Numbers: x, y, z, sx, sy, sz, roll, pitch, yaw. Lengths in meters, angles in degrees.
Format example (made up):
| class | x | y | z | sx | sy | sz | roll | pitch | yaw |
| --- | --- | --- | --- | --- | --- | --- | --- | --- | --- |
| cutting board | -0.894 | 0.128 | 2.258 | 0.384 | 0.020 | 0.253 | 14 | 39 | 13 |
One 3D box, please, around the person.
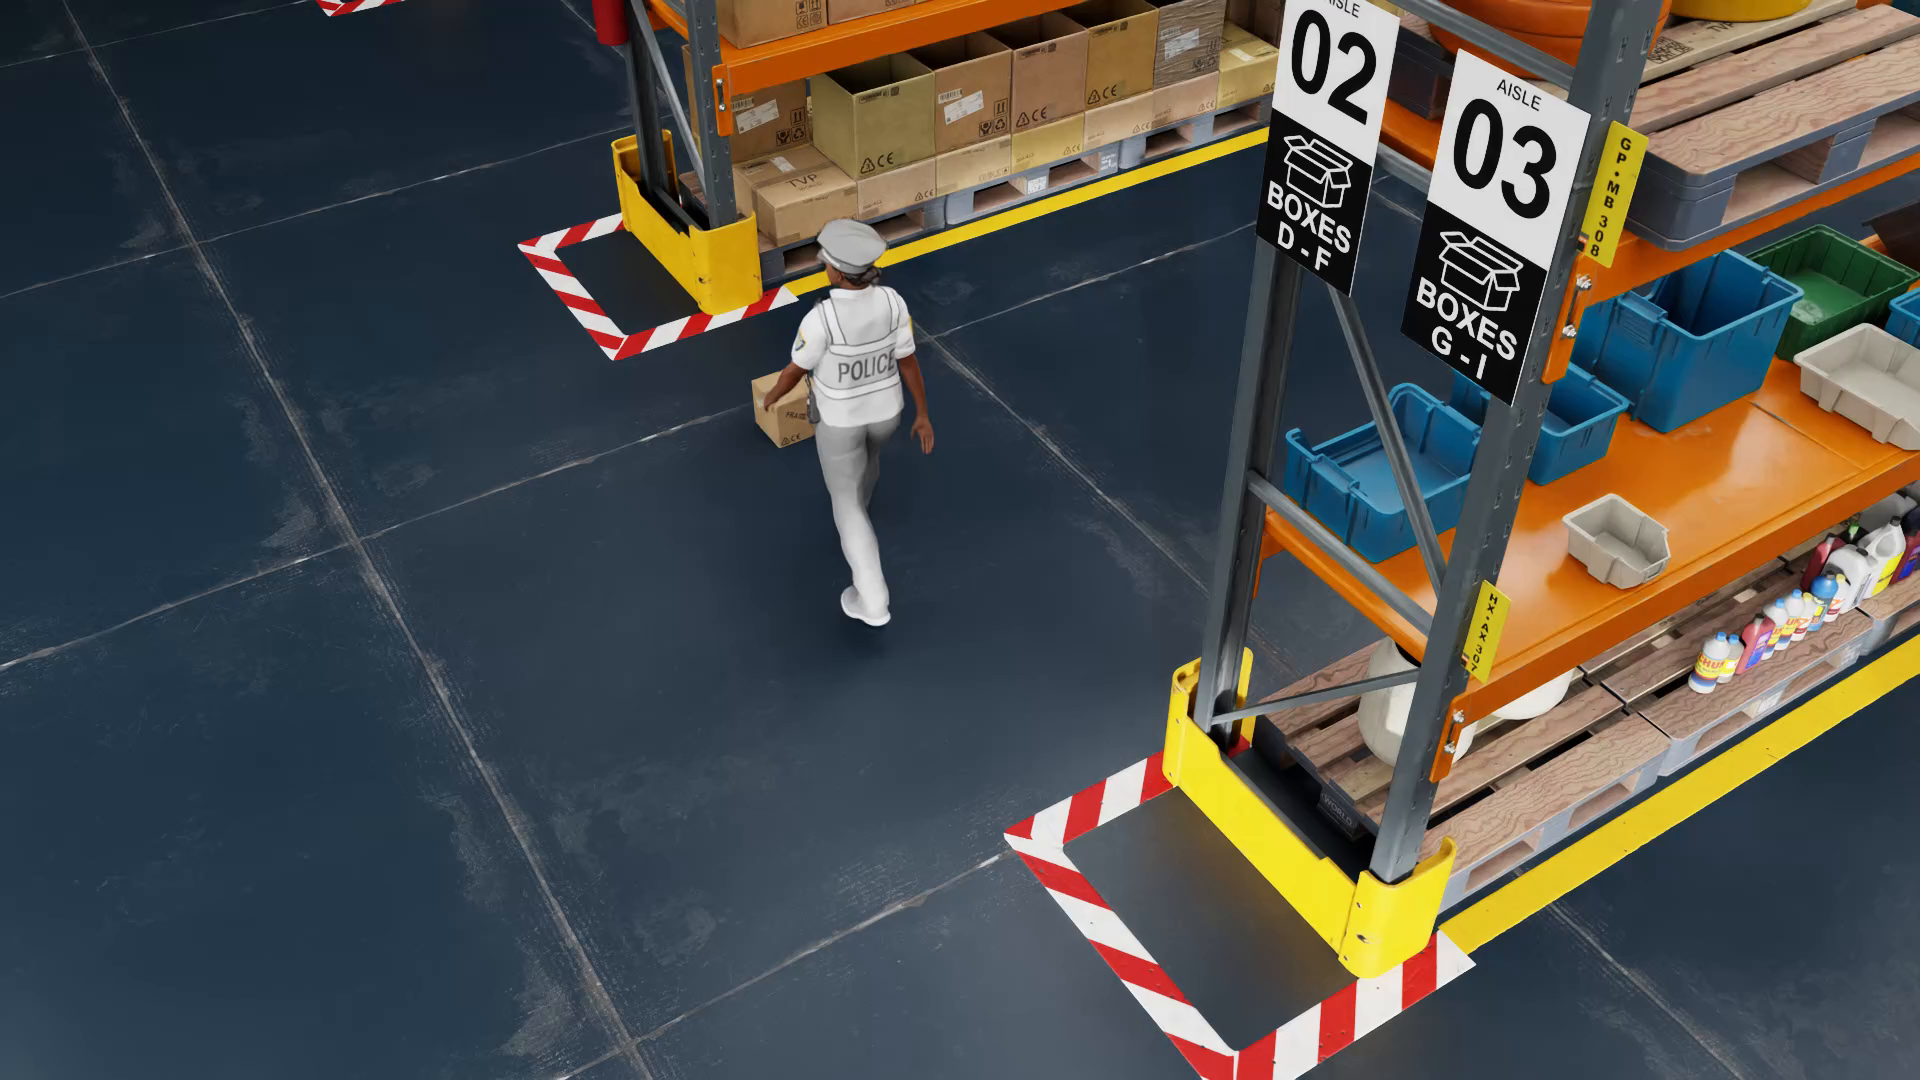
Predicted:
| class | x | y | z | sx | sy | sz | roll | pitch | yaw |
| --- | --- | --- | --- | --- | --- | --- | --- | --- | --- |
| person | -0.443 | -0.529 | 6.754 | 0.567 | 1.629 | 1.003 | -19 | 45 | -21 |
